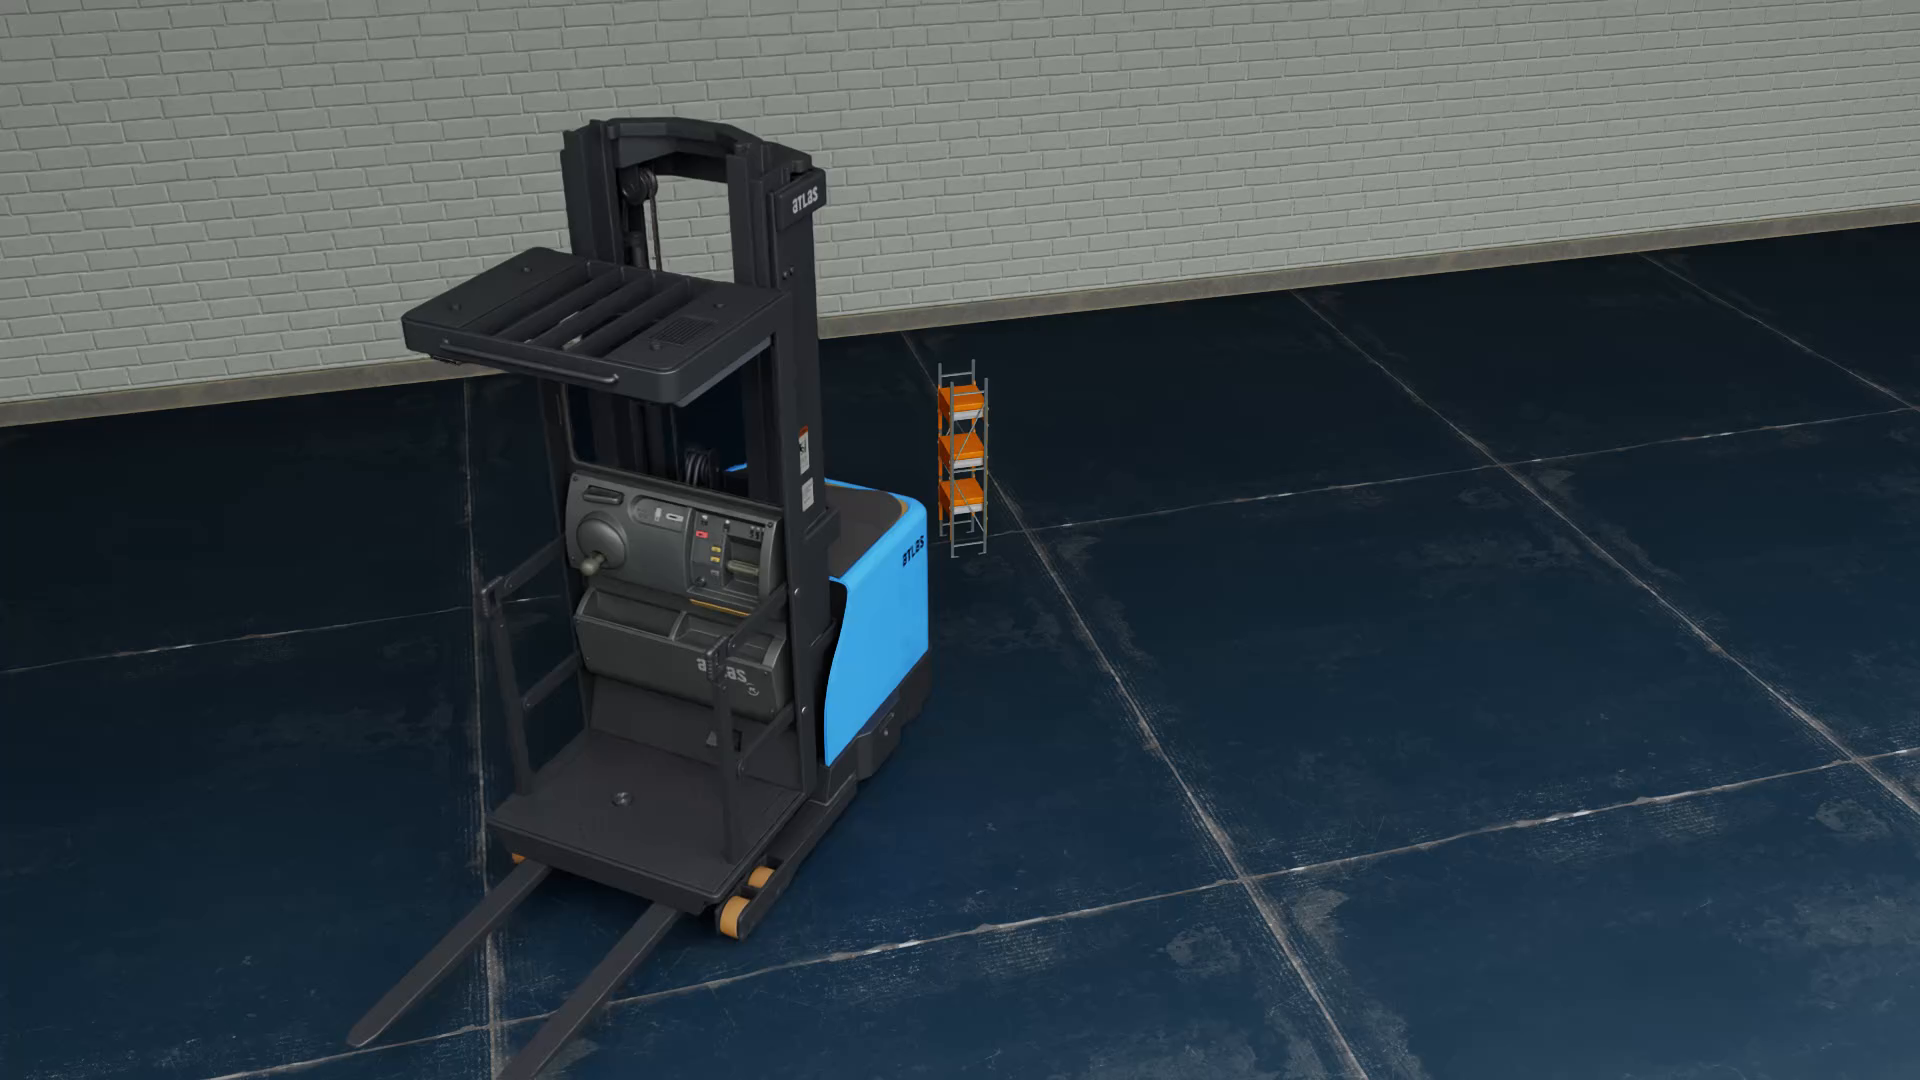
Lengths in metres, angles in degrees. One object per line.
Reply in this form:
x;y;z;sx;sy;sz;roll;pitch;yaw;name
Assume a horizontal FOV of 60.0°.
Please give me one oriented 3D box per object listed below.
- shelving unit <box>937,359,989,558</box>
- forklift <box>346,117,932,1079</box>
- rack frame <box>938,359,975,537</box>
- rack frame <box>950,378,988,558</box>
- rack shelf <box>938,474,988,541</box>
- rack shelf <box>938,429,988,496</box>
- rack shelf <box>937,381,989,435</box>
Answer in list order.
0.014;-0.429;8.942;0.215;1.050;0.252;-8;31;-13;shelving unit
-1.205;0.051;6.236;1.130;2.935;3.031;13;32;21;forklift
-0.018;-0.487;9.044;0.200;1.050;0.008;-8;31;-13;rack frame
0.047;-0.370;8.841;0.200;1.050;0.008;-8;31;-13;rack frame
0.014;-0.179;9.087;0.215;0.259;0.240;-8;31;-13;rack shelf
0.014;-0.419;8.948;0.215;0.259;0.240;-8;31;-13;rack shelf
0.014;-0.665;8.806;0.215;0.259;0.240;-8;31;-13;rack shelf
